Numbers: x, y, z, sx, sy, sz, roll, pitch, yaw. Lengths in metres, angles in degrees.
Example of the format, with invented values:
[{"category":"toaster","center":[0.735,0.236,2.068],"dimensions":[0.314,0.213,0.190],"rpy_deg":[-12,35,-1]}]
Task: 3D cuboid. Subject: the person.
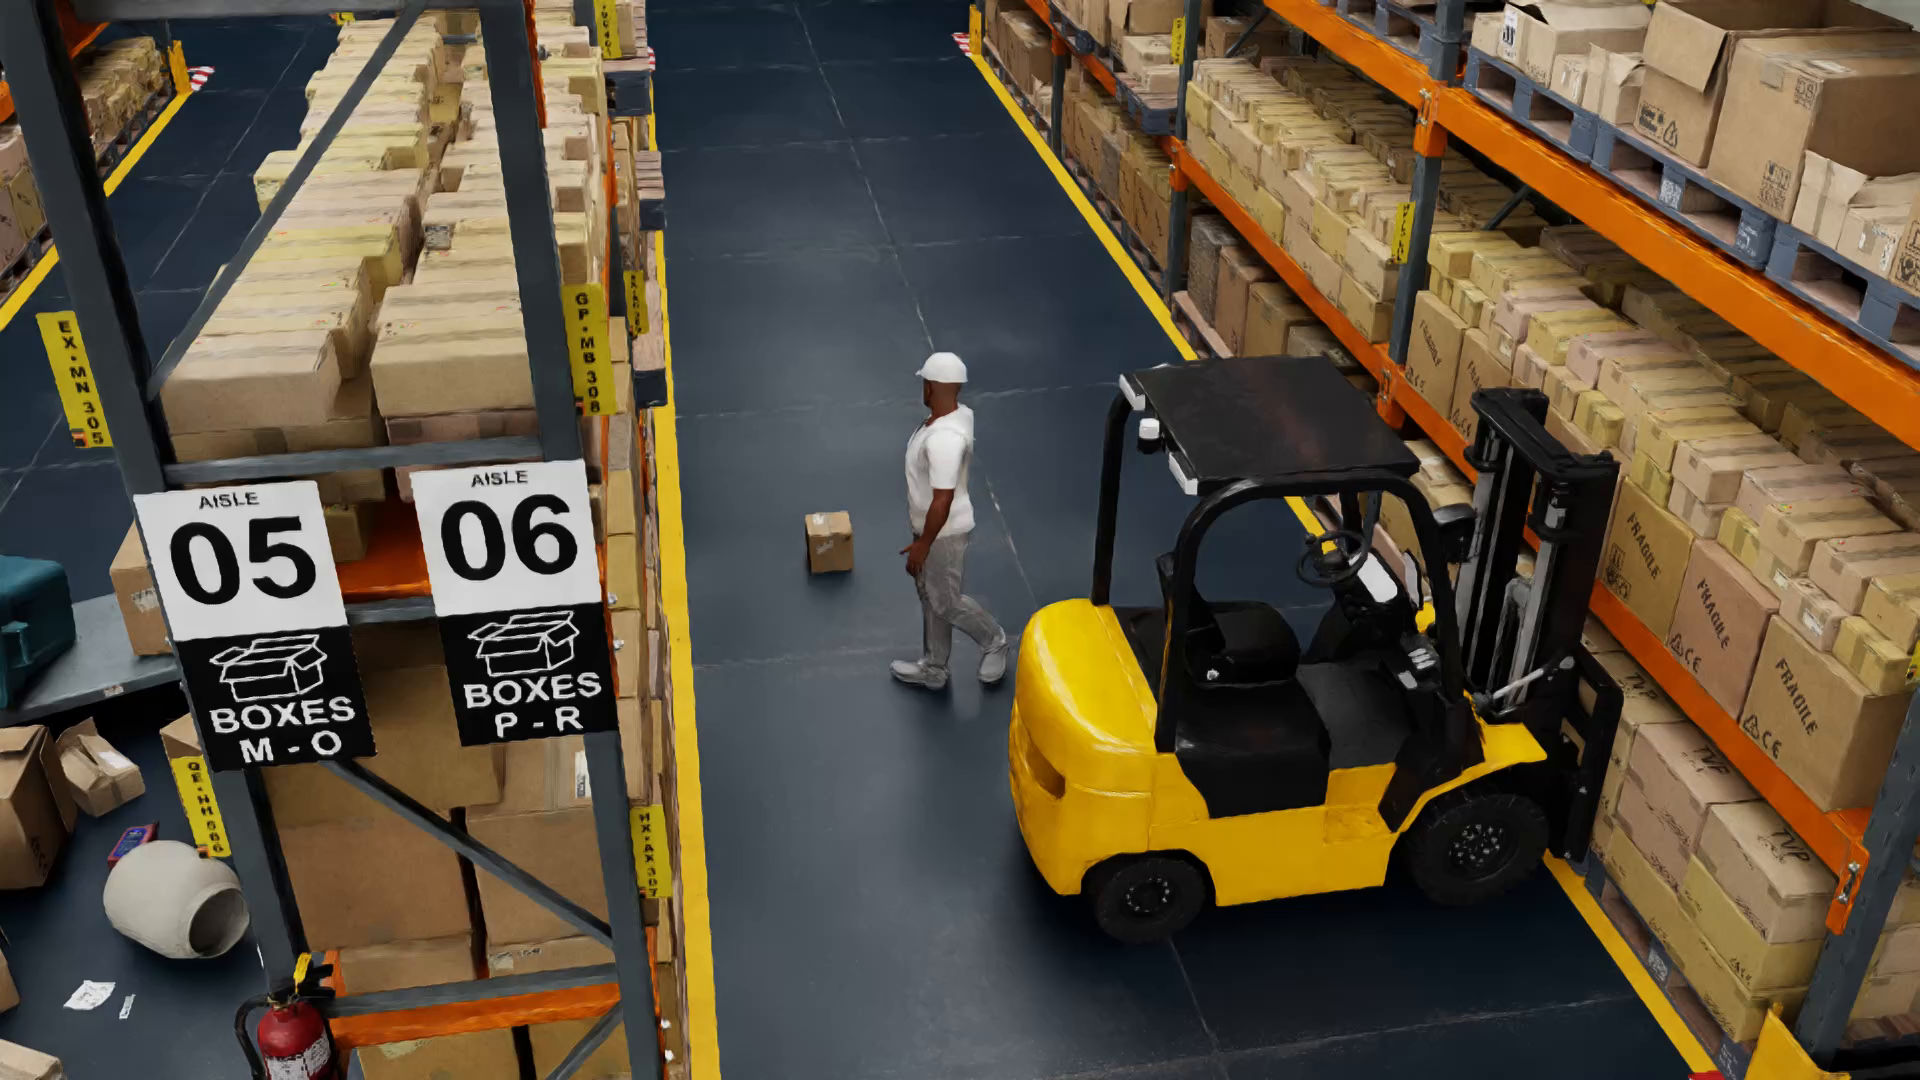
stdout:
[{"category":"person","center":[-0.059,-0.081,8.275],"dimensions":[0.628,1.744,0.618],"rpy_deg":[-4,31,-6]}]
